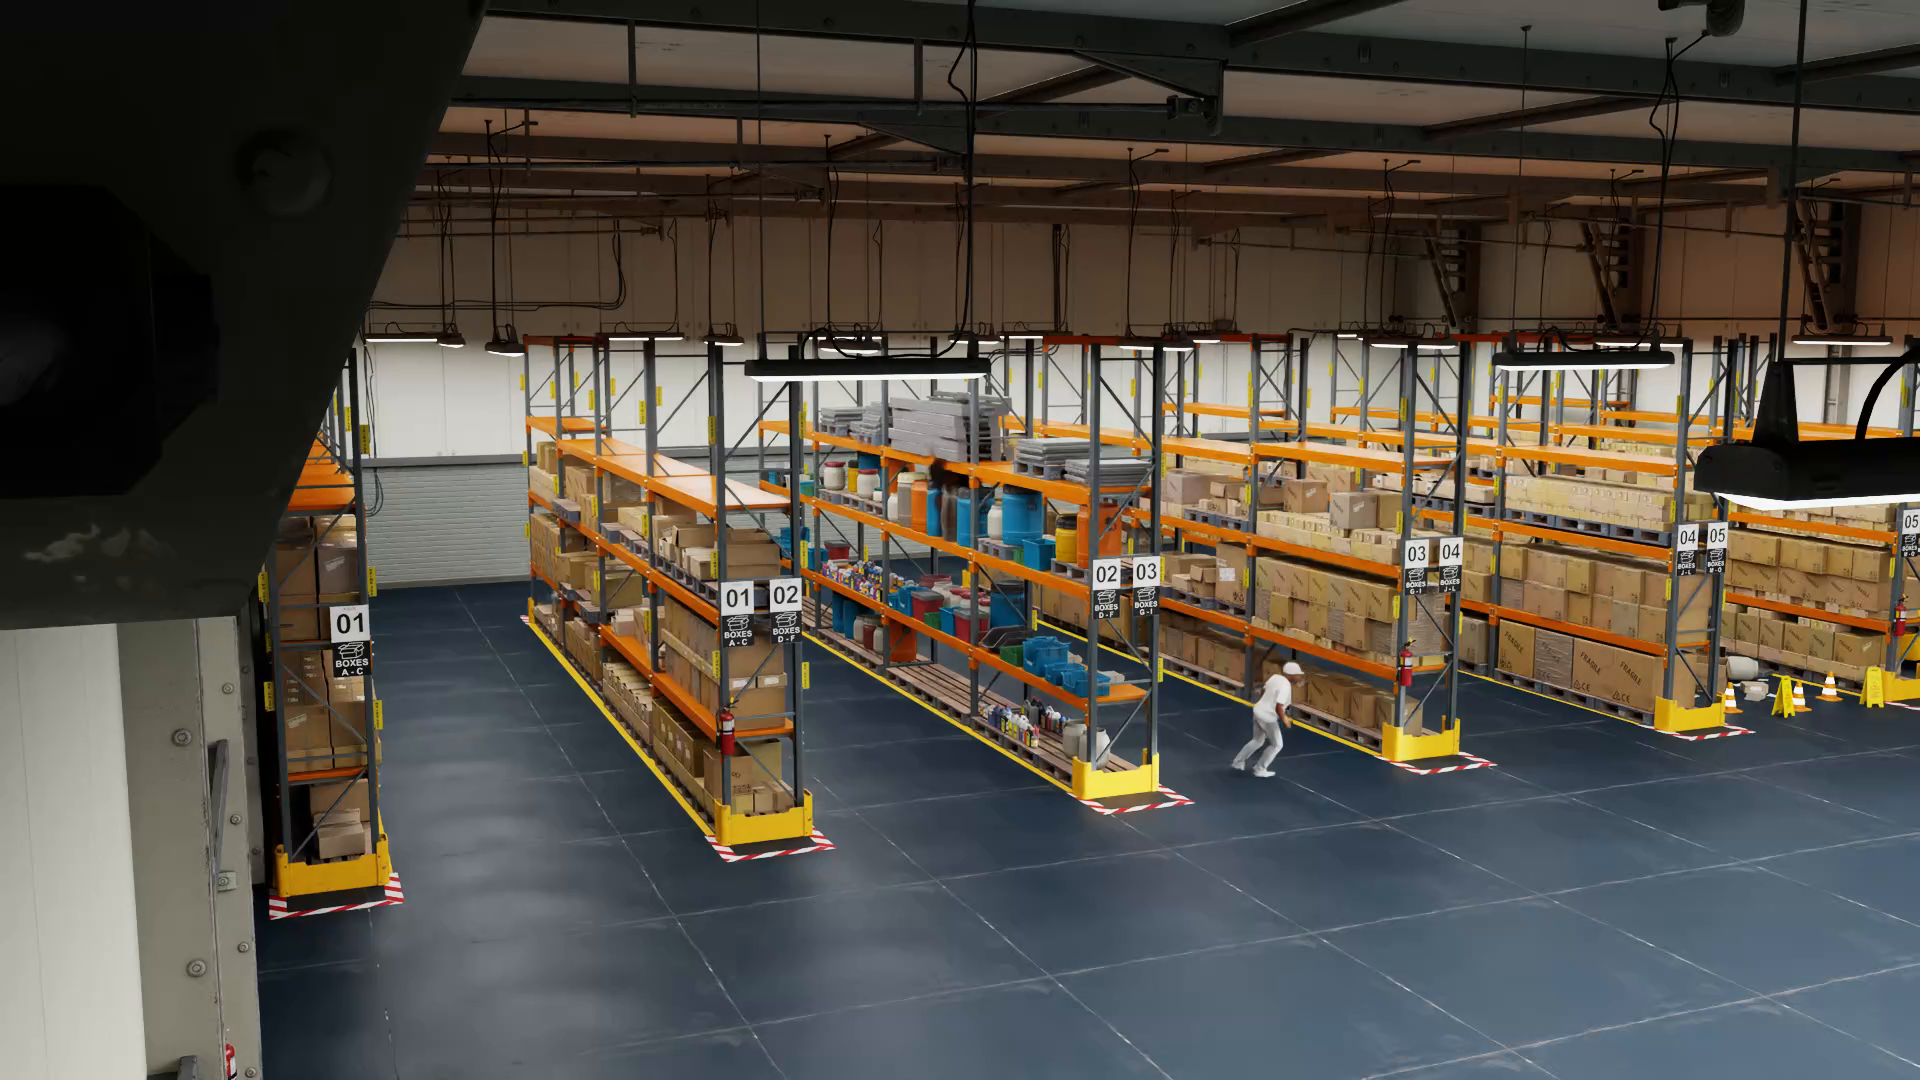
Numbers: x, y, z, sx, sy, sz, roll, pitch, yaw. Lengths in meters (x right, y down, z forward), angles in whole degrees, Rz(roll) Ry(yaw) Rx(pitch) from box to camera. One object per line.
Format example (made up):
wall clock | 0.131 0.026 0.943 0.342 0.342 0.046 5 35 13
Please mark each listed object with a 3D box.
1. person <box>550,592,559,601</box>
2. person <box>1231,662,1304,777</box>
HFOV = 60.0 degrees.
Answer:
person | -8.572 0.750 36.063 0.643 1.649 0.639 -2 8 -12
person | 4.266 2.484 23.010 0.922 1.618 0.697 -2 8 -11
